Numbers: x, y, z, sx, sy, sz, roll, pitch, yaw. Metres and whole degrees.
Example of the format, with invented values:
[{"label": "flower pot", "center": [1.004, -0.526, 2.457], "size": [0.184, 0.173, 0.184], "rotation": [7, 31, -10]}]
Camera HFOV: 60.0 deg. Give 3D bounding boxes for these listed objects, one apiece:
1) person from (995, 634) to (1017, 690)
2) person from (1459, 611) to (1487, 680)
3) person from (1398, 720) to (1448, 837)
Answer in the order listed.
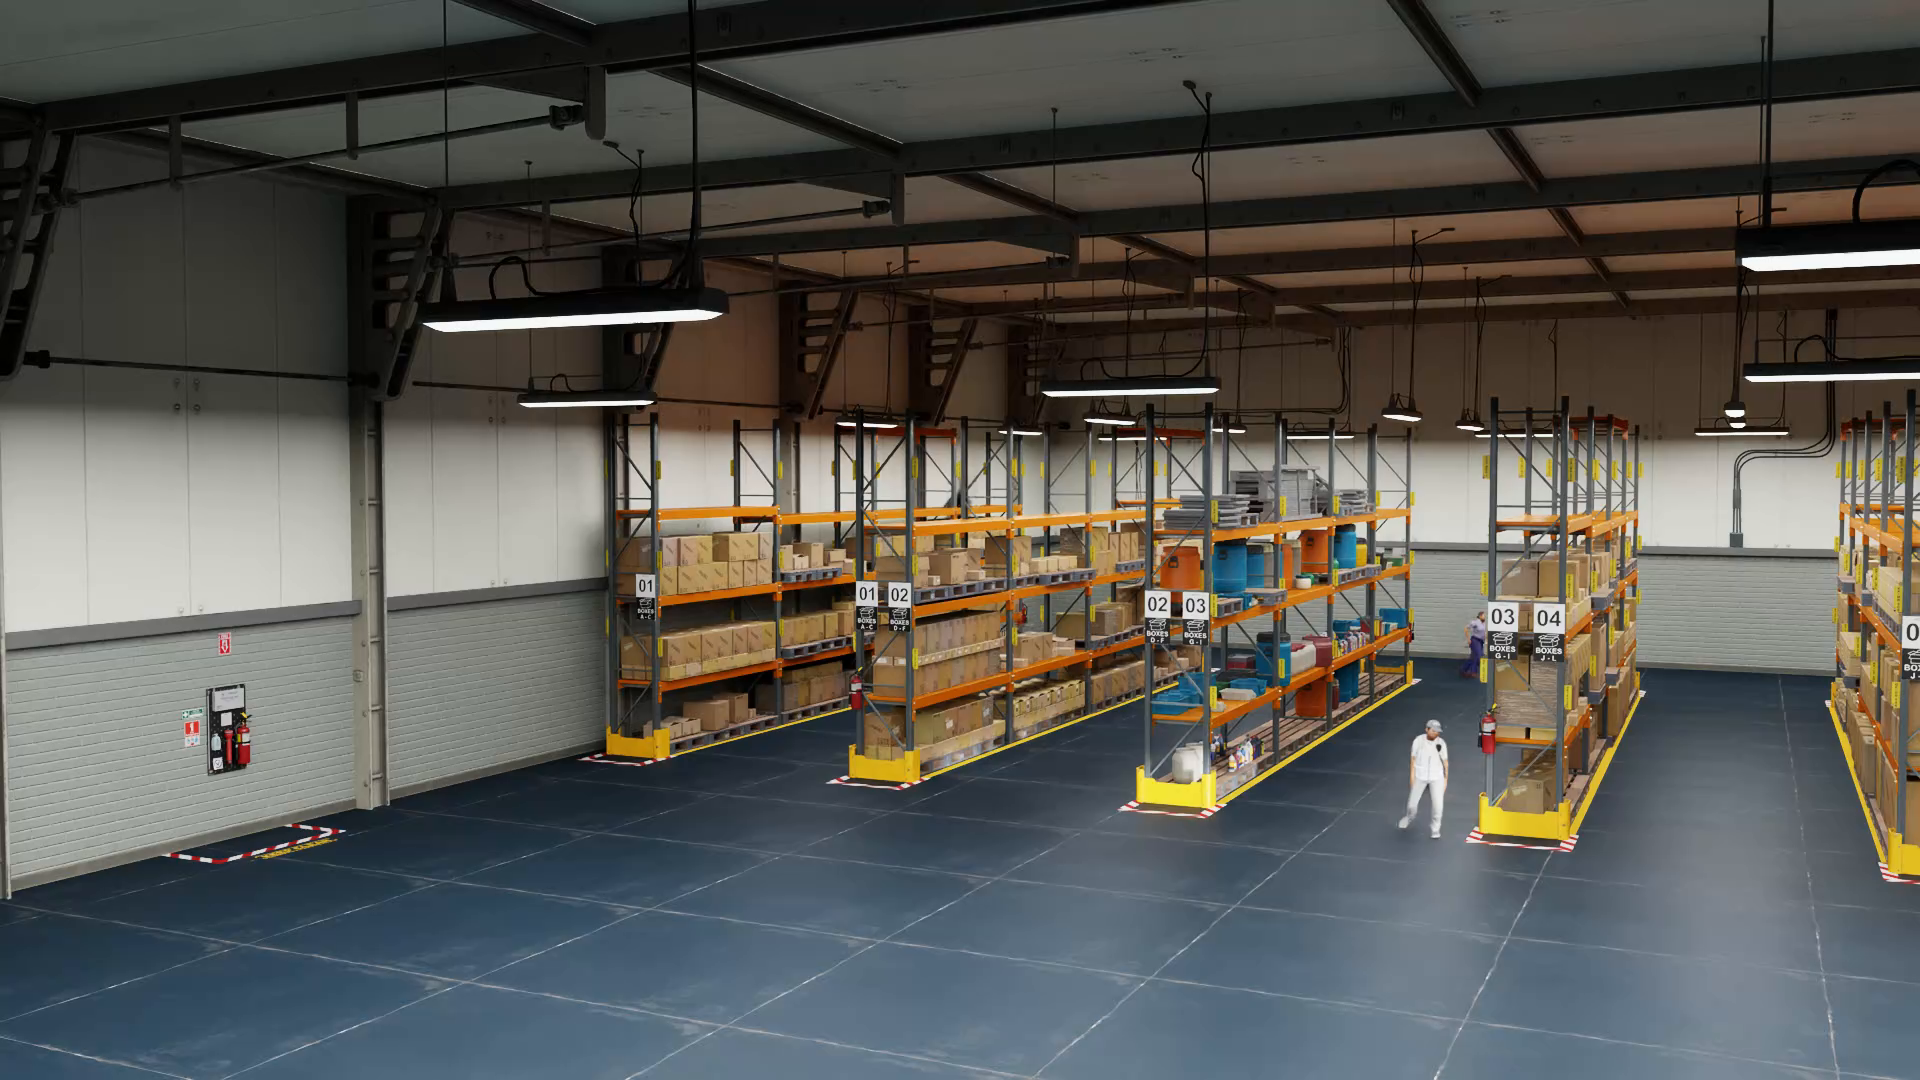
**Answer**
[{"label": "person", "center": [0.986, 2.736, 35.997], "size": [0.585, 1.474, 1.080], "rotation": [2, 3, 40]}, {"label": "person", "center": [12.360, 2.517, 39.883], "size": [0.739, 1.599, 0.770], "rotation": [-2, 3, -45]}, {"label": "person", "center": [6.327, 3.228, 22.719], "size": [0.647, 1.611, 0.633], "rotation": [1, 2, 15]}]
